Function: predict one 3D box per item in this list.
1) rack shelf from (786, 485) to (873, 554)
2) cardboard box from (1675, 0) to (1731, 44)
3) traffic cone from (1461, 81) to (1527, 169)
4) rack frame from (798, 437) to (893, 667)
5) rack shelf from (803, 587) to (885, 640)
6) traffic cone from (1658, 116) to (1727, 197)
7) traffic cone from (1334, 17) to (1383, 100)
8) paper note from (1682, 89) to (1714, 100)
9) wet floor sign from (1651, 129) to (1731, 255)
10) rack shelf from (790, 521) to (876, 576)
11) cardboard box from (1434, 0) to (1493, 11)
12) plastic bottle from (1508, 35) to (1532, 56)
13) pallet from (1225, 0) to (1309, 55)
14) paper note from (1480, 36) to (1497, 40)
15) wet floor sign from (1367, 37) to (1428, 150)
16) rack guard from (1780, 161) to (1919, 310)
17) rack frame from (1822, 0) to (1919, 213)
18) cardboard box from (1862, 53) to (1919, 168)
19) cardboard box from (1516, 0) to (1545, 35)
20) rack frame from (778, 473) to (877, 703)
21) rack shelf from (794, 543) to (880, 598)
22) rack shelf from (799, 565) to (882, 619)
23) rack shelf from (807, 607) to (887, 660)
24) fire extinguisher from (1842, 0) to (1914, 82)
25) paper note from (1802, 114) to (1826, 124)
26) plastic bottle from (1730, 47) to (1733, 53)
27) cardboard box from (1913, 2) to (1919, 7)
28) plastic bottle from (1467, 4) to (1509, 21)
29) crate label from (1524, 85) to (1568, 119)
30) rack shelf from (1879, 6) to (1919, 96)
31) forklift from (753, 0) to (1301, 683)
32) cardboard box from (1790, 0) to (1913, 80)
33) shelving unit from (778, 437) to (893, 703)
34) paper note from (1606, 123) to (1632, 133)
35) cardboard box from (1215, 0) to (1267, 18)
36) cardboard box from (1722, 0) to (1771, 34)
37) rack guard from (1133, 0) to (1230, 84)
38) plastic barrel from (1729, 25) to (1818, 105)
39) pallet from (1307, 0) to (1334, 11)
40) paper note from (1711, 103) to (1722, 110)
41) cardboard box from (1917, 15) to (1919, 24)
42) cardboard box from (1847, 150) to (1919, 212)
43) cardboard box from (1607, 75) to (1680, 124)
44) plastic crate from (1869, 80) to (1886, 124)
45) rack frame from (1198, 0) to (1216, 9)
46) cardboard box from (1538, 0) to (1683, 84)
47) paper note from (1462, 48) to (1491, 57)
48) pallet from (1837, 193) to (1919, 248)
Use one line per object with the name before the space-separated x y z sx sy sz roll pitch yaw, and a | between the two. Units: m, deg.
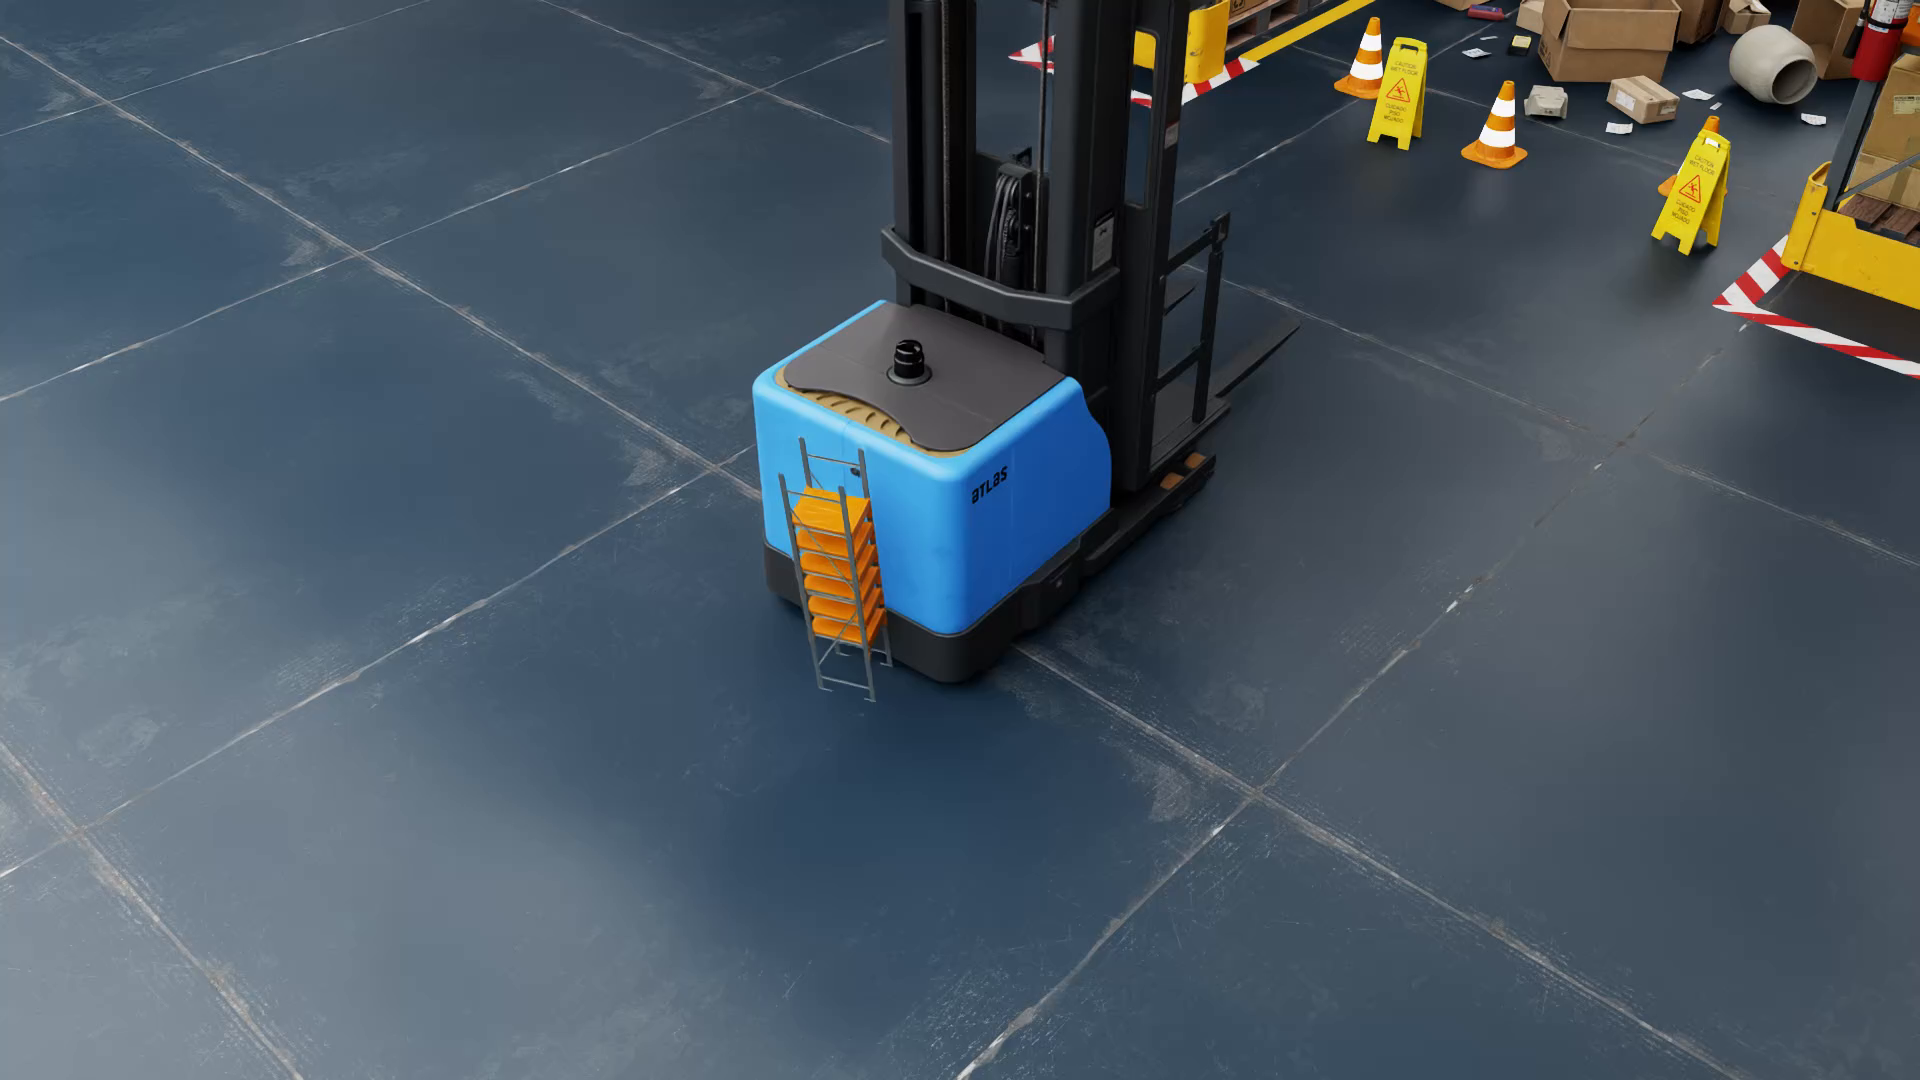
rack shelf | -0.458 -0.075 5.868 0.258 0.103 0.180 12 50 15
cardboard box | 4.938 -3.876 11.611 0.797 0.637 0.503 30 47 32
traffic cone | 3.286 -2.553 10.089 0.336 0.463 0.334 30 47 32
rack frame | -0.412 0.072 6.158 0.240 1.200 0.006 12 50 15
rack shelf | -0.432 0.248 6.222 0.258 0.103 0.180 12 50 15
traffic cone | 4.335 -2.243 9.700 0.336 0.463 0.334 30 47 32
traffic cone | 2.681 -3.184 10.882 0.336 0.463 0.334 30 47 32
paper note | 4.849 -2.928 10.917 0.142 0.019 0.148 -18 42 -21
wet floor sign | 4.079 -1.938 9.168 0.232 0.644 0.267 -18 42 -21
rack shelf | -0.452 0.006 5.957 0.258 0.103 0.180 12 50 15
cardboard box | 3.684 -4.245 12.185 0.500 0.500 0.500 -26 45 -29
plastic bottle | 3.886 -3.440 11.527 0.133 0.061 0.283 14 41 17
pallet | 1.757 -3.838 11.907 1.003 0.211 1.213 30 47 32
paper note | 3.713 -3.525 11.675 0.123 0.001 0.032 -11 40 -14
wet floor sign | 2.717 -2.763 10.206 0.267 0.644 0.232 22 43 25
rack guard | 5.048 -1.554 8.802 1.175 0.500 0.348 30 47 32
rack frame | 4.997 -2.497 7.980 1.000 3.000 0.127 30 47 32
cardboard box | 5.345 -2.356 9.073 0.500 0.500 0.500 30 47 32
cardboard box | 4.173 -3.734 11.732 0.258 0.266 0.396 -26 45 -29
rack frame | -0.470 0.202 6.043 0.240 1.200 0.006 12 50 15
rack shelf | -0.445 0.087 6.045 0.258 0.103 0.180 12 50 15
rack shelf | -0.439 0.167 6.133 0.258 0.103 0.180 12 50 15
rack shelf | -0.426 0.329 6.310 0.258 0.103 0.180 12 50 15
fire extinguisher | 4.580 -2.608 8.182 0.296 0.674 0.183 30 47 32
paper note | 5.448 -2.689 10.607 0.142 0.019 0.148 14 41 17
plastic bottle | 5.441 -3.379 11.451 0.283 0.061 0.133 -26 45 -29
cardboard box | 5.180 -2.823 8.593 0.380 0.149 0.250 29 47 31
plastic bottle | 3.809 -3.792 11.970 0.283 0.061 0.133 14 41 17
crate label | 3.771 -2.813 10.678 0.250 0.136 0.298 8 39 10
rack shelf | 6.346 -3.134 9.360 1.077 0.370 4.000 30 47 32
forklift | 0.500 -1.453 6.722 1.130 2.935 3.031 26 45 29
cardboard box | 5.968 -3.437 11.168 0.500 0.500 0.500 -5 39 -6
shelving unit | -0.441 0.137 6.101 0.258 1.200 0.189 12 50 15
paper note | 4.165 -2.605 10.502 0.148 0.019 0.142 14 41 17
cardboard box | 1.684 -4.201 11.493 0.875 0.875 0.875 30 47 32
cardboard box | 5.562 -3.792 11.805 0.258 0.266 0.396 2 39 2
rack guard | 1.259 -3.540 11.300 1.175 0.500 0.348 30 47 32
plastic barrel | 5.273 -3.073 10.775 0.421 0.421 0.512 -5 39 -6
pallet | 2.580 -4.396 12.609 1.003 0.211 1.213 30 47 32
paper note | 4.904 -2.813 10.780 0.032 0.001 0.123 30 47 32
cardboard box | 5.091 -2.660 8.388 0.380 0.149 0.250 31 48 33
cardboard box | 5.360 -2.081 9.328 0.500 0.250 0.500 29 47 32
cardboard box | 4.390 -2.831 10.691 0.250 0.149 0.380 -11 40 -14
plastic crate | 6.031 -2.815 10.726 0.402 0.080 0.583 14 41 17
rack frame | 1.275 -4.529 10.536 1.000 3.000 0.127 30 47 32
cardboard box | 4.313 -3.390 11.109 0.797 0.503 0.637 2 39 2
paper note | 3.558 -3.355 11.446 0.142 0.017 0.144 -18 42 -21
pallet | 5.622 -1.799 9.343 1.003 0.211 1.213 30 47 32
